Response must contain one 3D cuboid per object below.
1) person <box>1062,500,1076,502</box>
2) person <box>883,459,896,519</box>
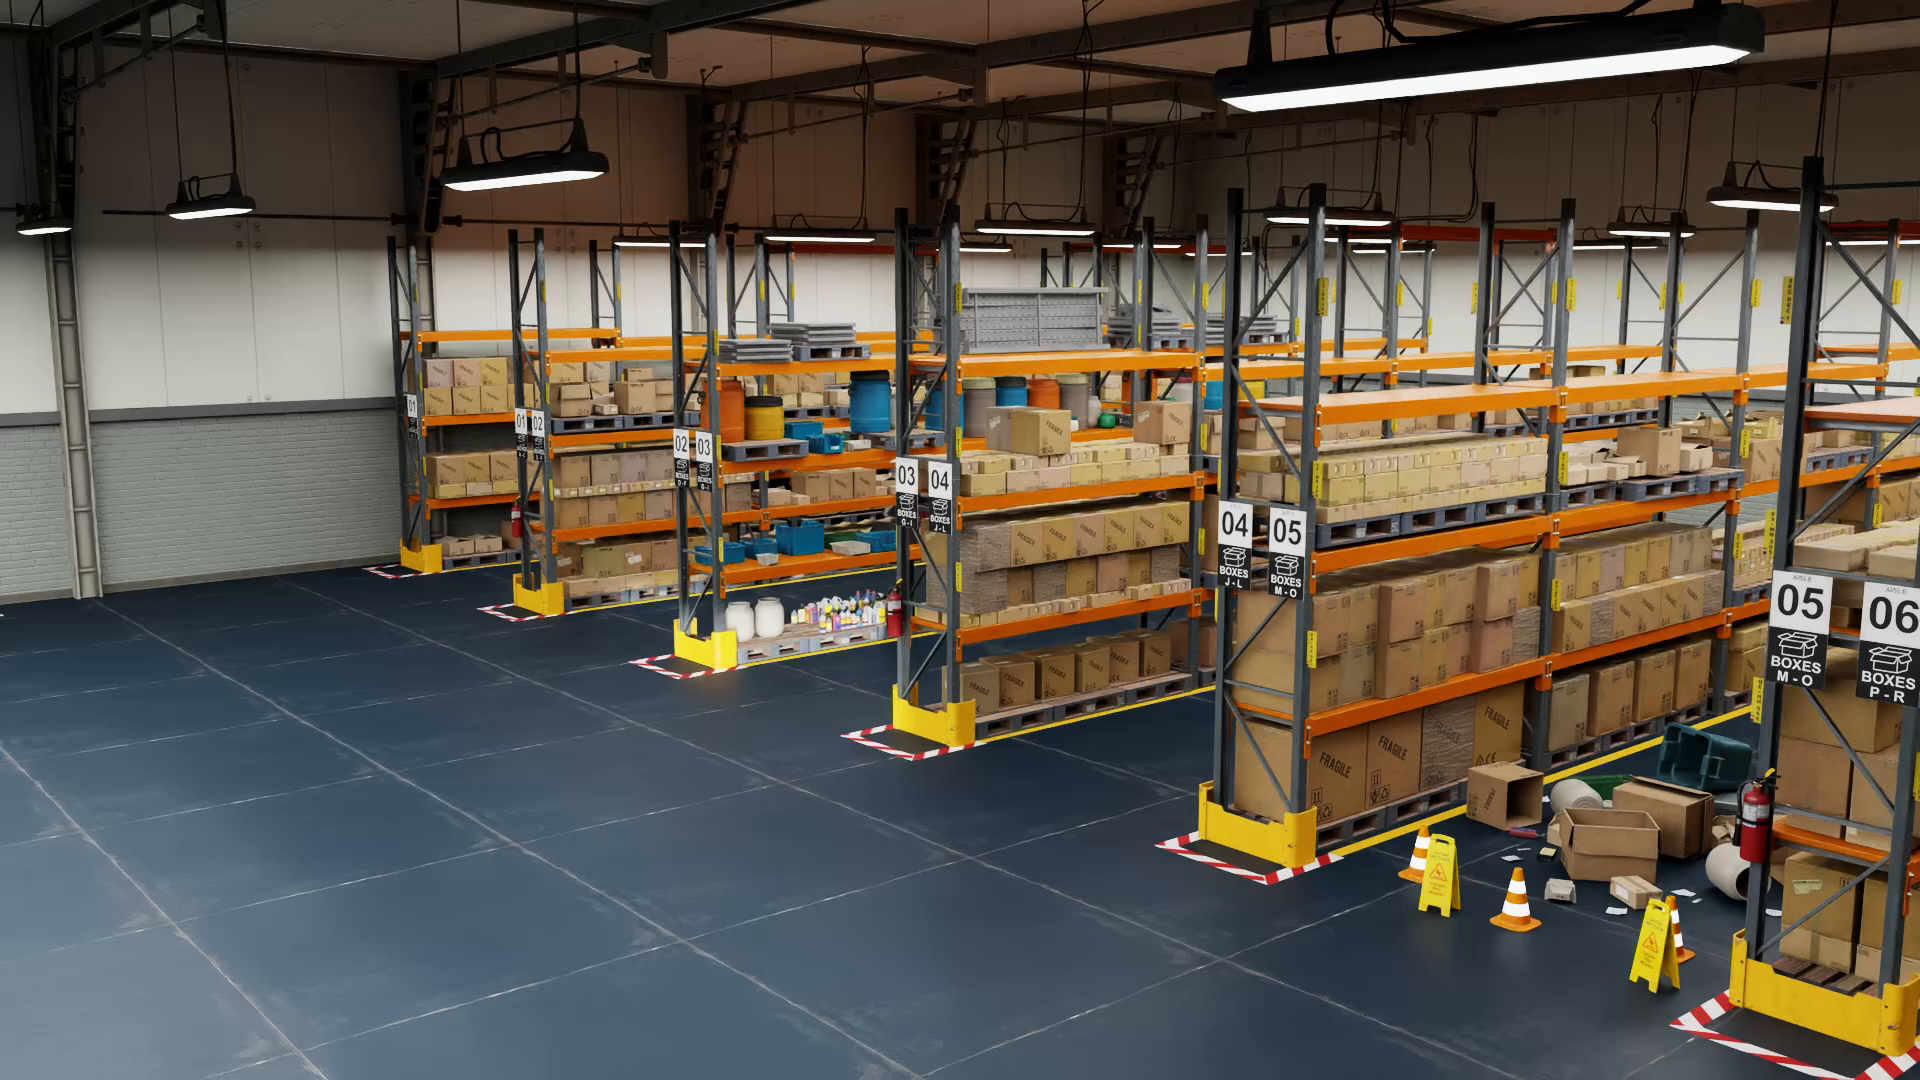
[{"bbox_3d":[1.683,0.165,25.194,0.599,1.705,1.071,5,10,31],"label":"person"},{"bbox_3d":[-1.311,-0.829,33.428,1.074,1.716,0.626,-7,11,-39],"label":"person"}]
